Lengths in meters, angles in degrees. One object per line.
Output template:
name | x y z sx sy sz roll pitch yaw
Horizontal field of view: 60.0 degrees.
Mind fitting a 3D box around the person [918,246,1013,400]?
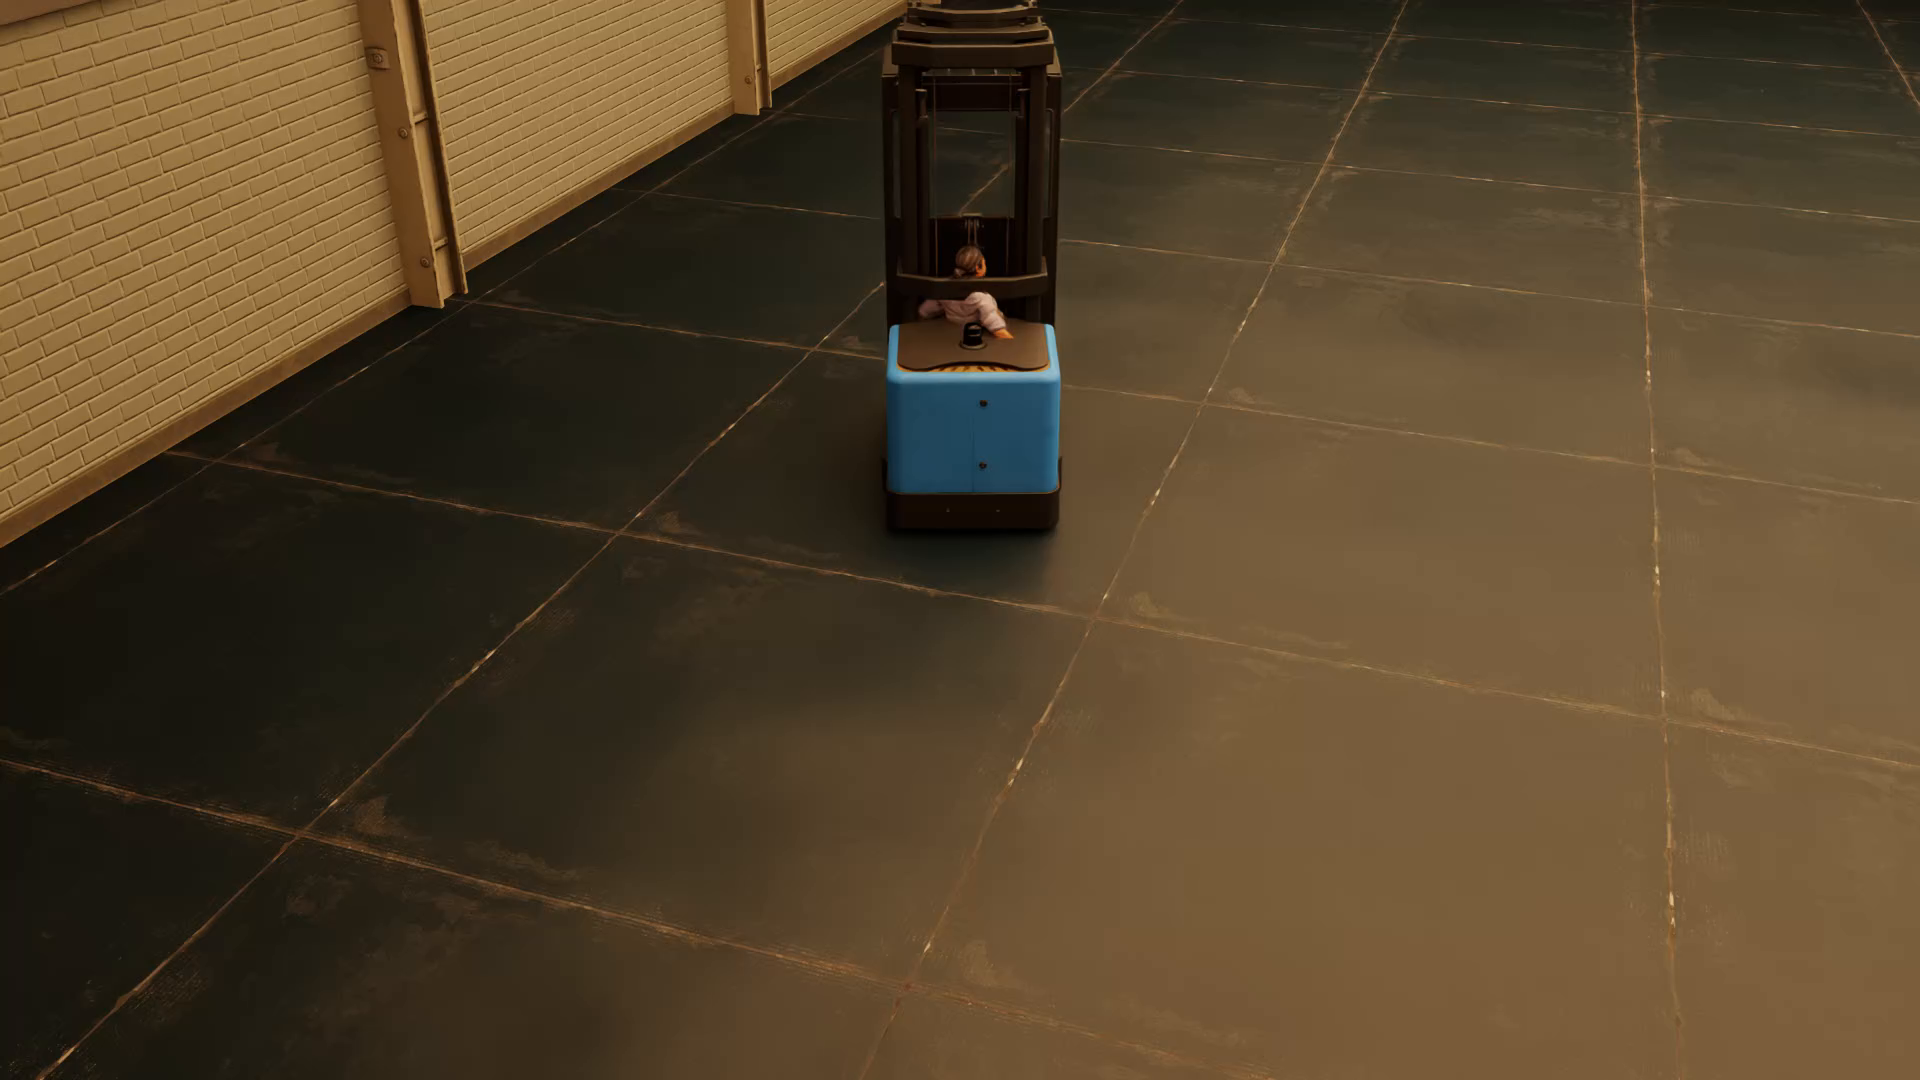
person | 0.220 -1.183 10.545 0.847 1.510 0.837 26 39 37

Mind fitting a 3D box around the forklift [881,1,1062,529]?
forklift | 0.068 -2.030 10.697 1.130 2.935 3.031 0 30 0
